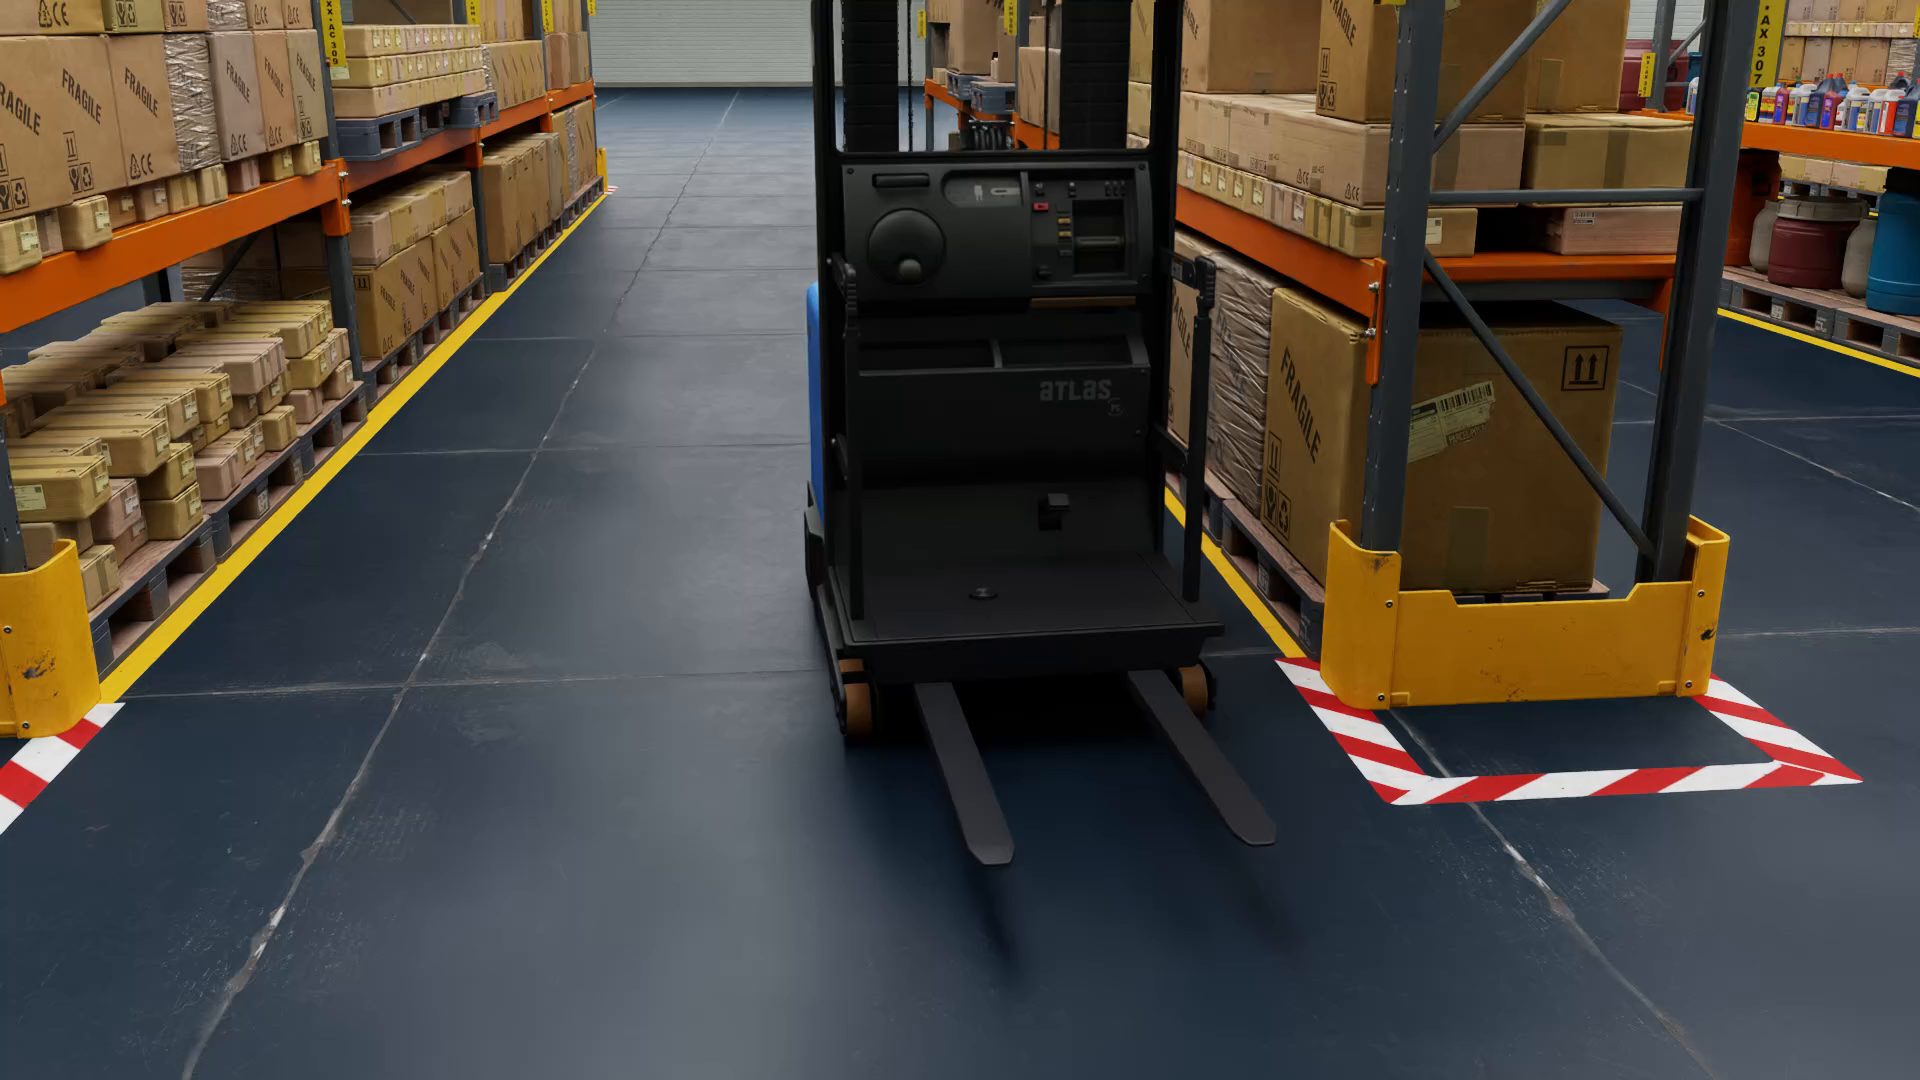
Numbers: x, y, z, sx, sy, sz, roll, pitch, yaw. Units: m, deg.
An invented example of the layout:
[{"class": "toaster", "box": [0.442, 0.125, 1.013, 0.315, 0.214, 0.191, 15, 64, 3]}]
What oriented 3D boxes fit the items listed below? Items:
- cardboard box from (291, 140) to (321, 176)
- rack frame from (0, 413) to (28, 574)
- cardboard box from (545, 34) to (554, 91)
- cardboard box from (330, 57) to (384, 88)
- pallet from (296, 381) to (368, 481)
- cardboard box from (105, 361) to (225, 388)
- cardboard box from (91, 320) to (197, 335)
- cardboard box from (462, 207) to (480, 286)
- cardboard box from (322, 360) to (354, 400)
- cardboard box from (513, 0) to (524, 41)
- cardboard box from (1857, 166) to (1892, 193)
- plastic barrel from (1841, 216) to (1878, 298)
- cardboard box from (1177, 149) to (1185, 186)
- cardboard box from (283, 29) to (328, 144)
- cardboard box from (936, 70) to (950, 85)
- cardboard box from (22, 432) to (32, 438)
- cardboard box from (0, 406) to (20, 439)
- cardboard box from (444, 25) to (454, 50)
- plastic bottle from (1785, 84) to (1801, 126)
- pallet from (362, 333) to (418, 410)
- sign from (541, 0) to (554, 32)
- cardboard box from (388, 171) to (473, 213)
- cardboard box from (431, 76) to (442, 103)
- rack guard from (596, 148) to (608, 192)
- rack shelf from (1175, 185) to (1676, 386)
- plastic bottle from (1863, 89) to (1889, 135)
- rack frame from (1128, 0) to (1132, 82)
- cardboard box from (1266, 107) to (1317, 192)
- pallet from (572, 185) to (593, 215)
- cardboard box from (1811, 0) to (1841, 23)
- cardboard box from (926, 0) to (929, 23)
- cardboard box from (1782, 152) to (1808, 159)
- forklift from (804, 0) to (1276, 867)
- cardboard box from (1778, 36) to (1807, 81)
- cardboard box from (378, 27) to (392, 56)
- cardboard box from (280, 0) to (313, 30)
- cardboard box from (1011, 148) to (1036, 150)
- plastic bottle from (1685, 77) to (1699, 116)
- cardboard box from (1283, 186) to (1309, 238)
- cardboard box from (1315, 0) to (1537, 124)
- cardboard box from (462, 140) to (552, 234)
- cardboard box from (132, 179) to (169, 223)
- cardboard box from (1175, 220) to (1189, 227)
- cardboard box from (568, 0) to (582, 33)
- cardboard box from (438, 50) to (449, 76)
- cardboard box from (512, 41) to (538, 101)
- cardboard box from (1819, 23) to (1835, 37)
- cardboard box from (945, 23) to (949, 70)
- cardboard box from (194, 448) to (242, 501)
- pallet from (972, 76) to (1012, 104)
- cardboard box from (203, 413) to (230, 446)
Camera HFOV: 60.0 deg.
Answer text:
[{"class": "cardboard box", "box": [-3.221, -1.788, 7.784, 0.380, 0.149, 0.250, -2, 18, -7]}, {"class": "rack frame", "box": [-3.206, -0.867, 4.432, 1.000, 3.000, 0.127, -2, 18, -6]}, {"class": "cardboard box", "box": [-4.573, -4.787, 16.666, 0.875, 0.550, 0.550, -2, 18, -6]}, {"class": "cardboard box", "box": [-3.202, -2.413, 8.577, 0.380, 0.149, 0.250, -1, 17, -5]}, {"class": "pallet", "box": [-3.514, -0.530, 8.012, 1.003, 0.211, 1.213, -2, 18, -6]}, {"class": "cardboard box", "box": [-3.199, -0.621, 6.714, 0.380, 0.149, 0.250, -2, 18, -6]}, {"class": "cardboard box", "box": [-3.745, -0.916, 7.653, 0.380, 0.149, 0.250, -2, 18, -6]}, {"class": "cardboard box", "box": [-3.703, -2.071, 11.737, 0.500, 0.500, 0.500, -2, 18, -6]}, {"class": "cardboard box", "box": [-3.239, -0.793, 8.253, 0.380, 0.149, 0.250, -2, 17, -5]}, {"class": "cardboard box", "box": [-4.387, -4.820, 15.185, 0.700, 0.500, 0.500, -2, 18, -7]}, {"class": "cardboard box", "box": [10.089, -3.891, 17.951, 0.500, 0.250, 0.500, -2, 18, -6]}, {"class": "plastic barrel", "box": [6.170, -1.893, 11.152, 0.421, 0.512, 0.421, 0, 17, 0]}, {"class": "cardboard box", "box": [1.135, -1.653, 7.353, 0.380, 0.149, 0.250, -2, 18, -6]}, {"class": "cardboard box", "box": [-3.288, -2.113, 7.737, 0.500, 0.500, 0.500, -2, 18, -6]}, {"class": "cardboard box", "box": [-0.062, -5.095, 18.319, 0.380, 0.149, 0.250, -2, 18, -6]}, {"class": "cardboard box", "box": [-3.666, -0.307, 6.207, 0.380, 0.149, 0.250, -2, 17, -5]}, {"class": "cardboard box", "box": [-3.598, -0.370, 5.914, 0.380, 0.149, 0.250, -2, 18, -8]}, {"class": "cardboard box", "box": [-3.424, -3.179, 10.520, 0.380, 0.149, 0.250, -2, 18, -6]}, {"class": "plastic bottle", "box": [5.666, -2.947, 11.272, 0.097, 0.271, 0.097, 0, 17, 0]}, {"class": "pallet", "box": [-3.700, -0.961, 9.384, 1.003, 0.211, 1.213, -2, 18, -6]}, {"class": "sign", "box": [-3.905, -4.977, 15.721, 0.100, 0.325, 0.005, -2, 18, -6]}, {"class": "cardboard box", "box": [-3.700, -2.421, 11.600, 0.500, 0.250, 0.500, -2, 18, -7]}, {"class": "cardboard box", "box": [-3.365, -2.735, 10.100, 0.380, 0.149, 0.250, -3, 18, -8]}, {"class": "rack guard", "box": [-4.859, -4.449, 20.013, 1.175, 0.500, 0.348, -2, 18, -6]}, {"class": "rack shelf", "box": [1.532, -1.243, 6.830, 1.077, 0.370, 4.000, -2, 18, -6]}, {"class": "plastic bottle", "box": [5.786, -2.683, 10.421, 0.152, 0.276, 0.135, -2, 18, -6]}, {"class": "rack frame", "box": [1.325, -2.182, 8.620, 1.000, 3.000, 0.127, -2, 18, -6]}, {"class": "cardboard box", "box": [1.372, -1.348, 5.717, 0.500, 0.250, 0.500, -2, 18, -7]}, {"class": "pallet", "box": [-4.573, -3.705, 18.127, 1.003, 0.211, 1.213, -2, 18, -6]}, {"class": "cardboard box", "box": [10.147, -6.118, 18.823, 0.700, 0.500, 0.500, -2, 18, -6]}, {"class": "cardboard box", "box": [-0.127, -6.252, 19.250, 0.500, 0.500, 0.500, -2, 18, -6]}, {"class": "cardboard box", "box": [9.928, -4.695, 19.261, 0.500, 0.500, 0.500, -2, 18, -6]}, {"class": "forklift", "box": [0.151, -0.934, 4.759, 1.130, 2.935, 3.031, -3, 18, -8]}, {"class": "cardboard box", "box": [10.081, -5.666, 19.550, 0.700, 0.500, 0.500, -2, 18, -5]}, {"class": "cardboard box", "box": [-3.237, -2.638, 8.797, 0.380, 0.149, 0.250, -1, 17, -4]}, {"class": "cardboard box", "box": [-3.301, -2.594, 7.599, 0.500, 0.500, 0.500, -2, 18, -8]}, {"class": "cardboard box", "box": [0.963, -2.354, 12.015, 1.225, 0.875, 0.875, -3, 18, -8]}, {"class": "plastic bottle", "box": [5.562, -3.329, 12.480, 0.152, 0.276, 0.135, -2, 18, -6]}, {"class": "cardboard box", "box": [1.320, -1.119, 5.653, 0.380, 0.149, 0.250, -2, 18, -6]}, {"class": "cardboard box", "box": [1.426, -1.556, 5.126, 0.500, 0.500, 0.500, -2, 17, -5]}, {"class": "cardboard box", "box": [-4.195, -3.100, 14.598, 1.050, 0.750, 0.750, -2, 18, -6]}, {"class": "cardboard box", "box": [-3.119, -1.239, 6.037, 0.380, 0.149, 0.250, -2, 18, -7]}, {"class": "cardboard box", "box": [1.314, -1.170, 8.241, 0.875, 0.875, 0.875, -2, 18, -6]}, {"class": "cardboard box", "box": [-4.708, -5.948, 18.563, 0.875, 0.550, 0.550, -2, 18, -6]}, {"class": "cardboard box", "box": [-3.392, -2.956, 10.306, 0.380, 0.149, 0.250, -1, 17, -4]}, {"class": "cardboard box", "box": [-4.072, -4.193, 14.857, 0.500, 0.500, 0.500, -2, 18, -6]}, {"class": "cardboard box", "box": [9.953, -5.760, 18.765, 0.380, 0.149, 0.250, -1, 17, -4]}, {"class": "cardboard box", "box": [0.296, -5.487, 18.482, 0.875, 0.500, 0.500, -2, 18, -6]}, {"class": "cardboard box", "box": [-3.060, -0.252, 6.531, 0.380, 0.149, 0.250, -3, 18, -8]}, {"class": "pallet", "box": [0.668, -3.871, 14.319, 1.003, 0.211, 1.213, -2, 18, -6]}, {"class": "cardboard box", "box": [-3.218, -0.483, 6.770, 0.380, 0.149, 0.250, -1, 17, -3]}]
